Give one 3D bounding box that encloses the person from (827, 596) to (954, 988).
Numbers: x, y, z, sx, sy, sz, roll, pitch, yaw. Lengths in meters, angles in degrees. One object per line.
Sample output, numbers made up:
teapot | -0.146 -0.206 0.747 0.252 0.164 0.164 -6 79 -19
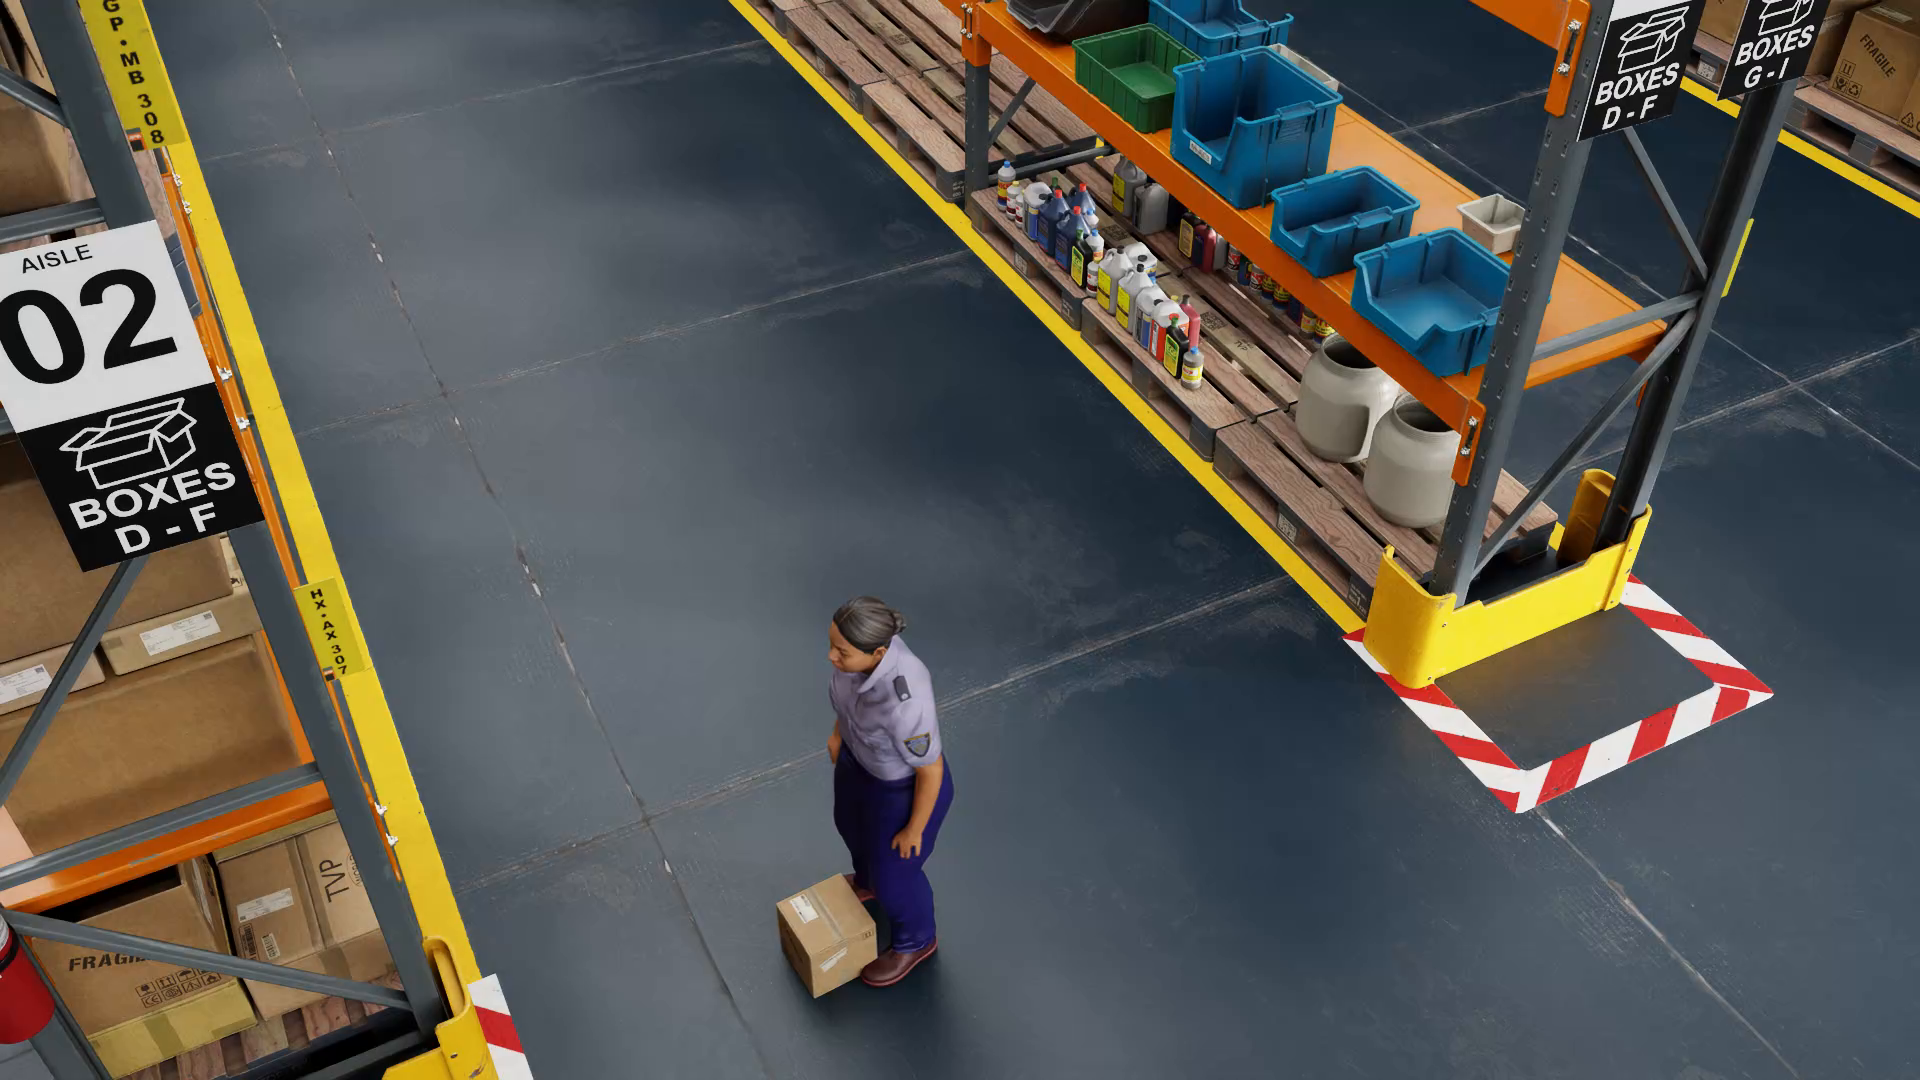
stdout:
person | -0.245 0.757 5.309 0.370 1.653 0.563 -21 46 -22
